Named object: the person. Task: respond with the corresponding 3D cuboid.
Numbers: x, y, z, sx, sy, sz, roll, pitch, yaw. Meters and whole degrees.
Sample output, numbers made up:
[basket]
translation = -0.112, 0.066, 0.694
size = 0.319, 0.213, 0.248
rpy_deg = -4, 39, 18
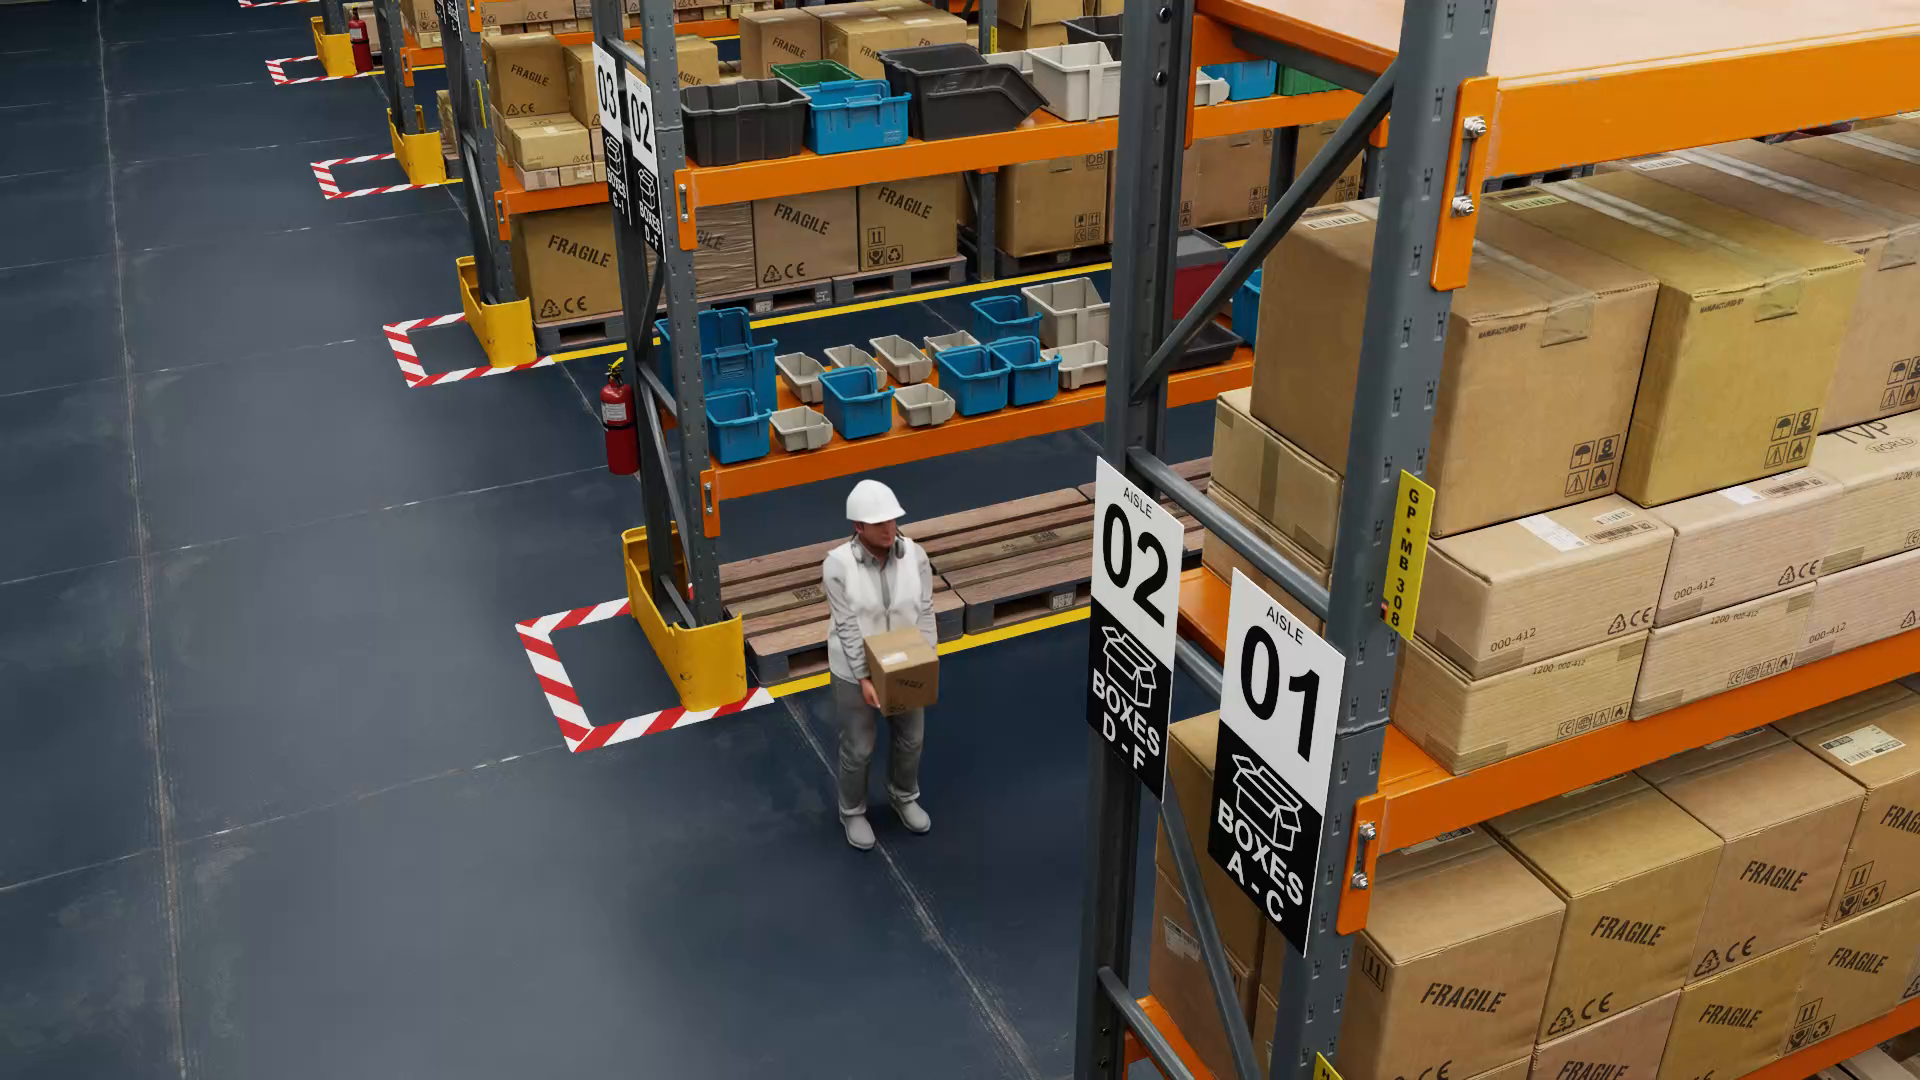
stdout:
[person]
translation = -0.316, 0.595, 7.377
size = 0.494, 1.764, 0.548
rpy_deg = -12, 32, -21
